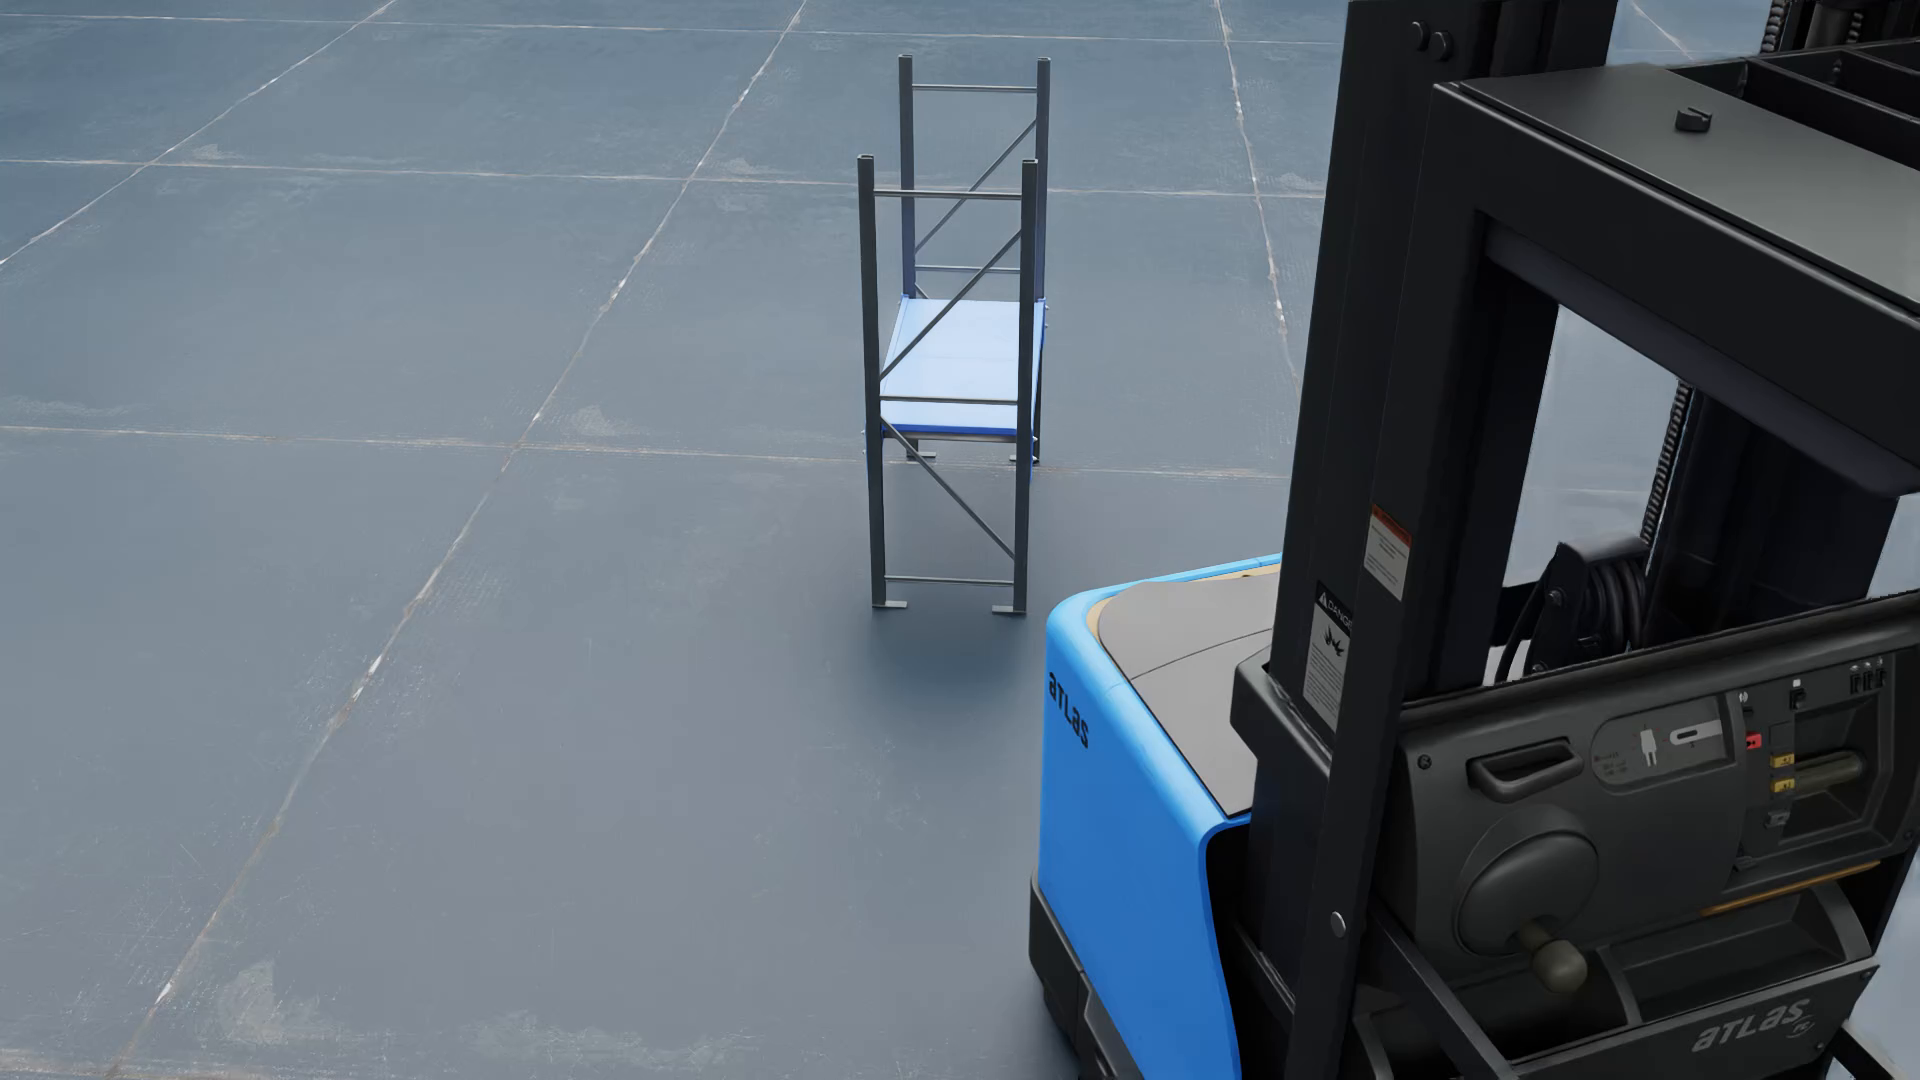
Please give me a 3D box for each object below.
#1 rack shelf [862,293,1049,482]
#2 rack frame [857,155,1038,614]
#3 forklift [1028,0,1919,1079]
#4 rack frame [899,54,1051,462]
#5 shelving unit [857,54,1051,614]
[{"bbox_3d":[0.007,-0.530,5.523,0.538,0.185,1.000,2,32,4],"label":"rack shelf"},{"bbox_3d":[-0.034,-0.417,4.998,0.500,1.500,0.032,2,32,4],"label":"rack frame"},{"bbox_3d":[1.127,0.433,2.253,1.130,2.935,3.031,-10,33,-16],"label":"forklift"},{"bbox_3d":[0.048,-0.949,5.860,0.500,1.500,0.032,2,32,4],"label":"rack frame"},{"bbox_3d":[0.007,-0.683,5.429,0.538,1.500,1.048,2,32,4],"label":"shelving unit"}]
